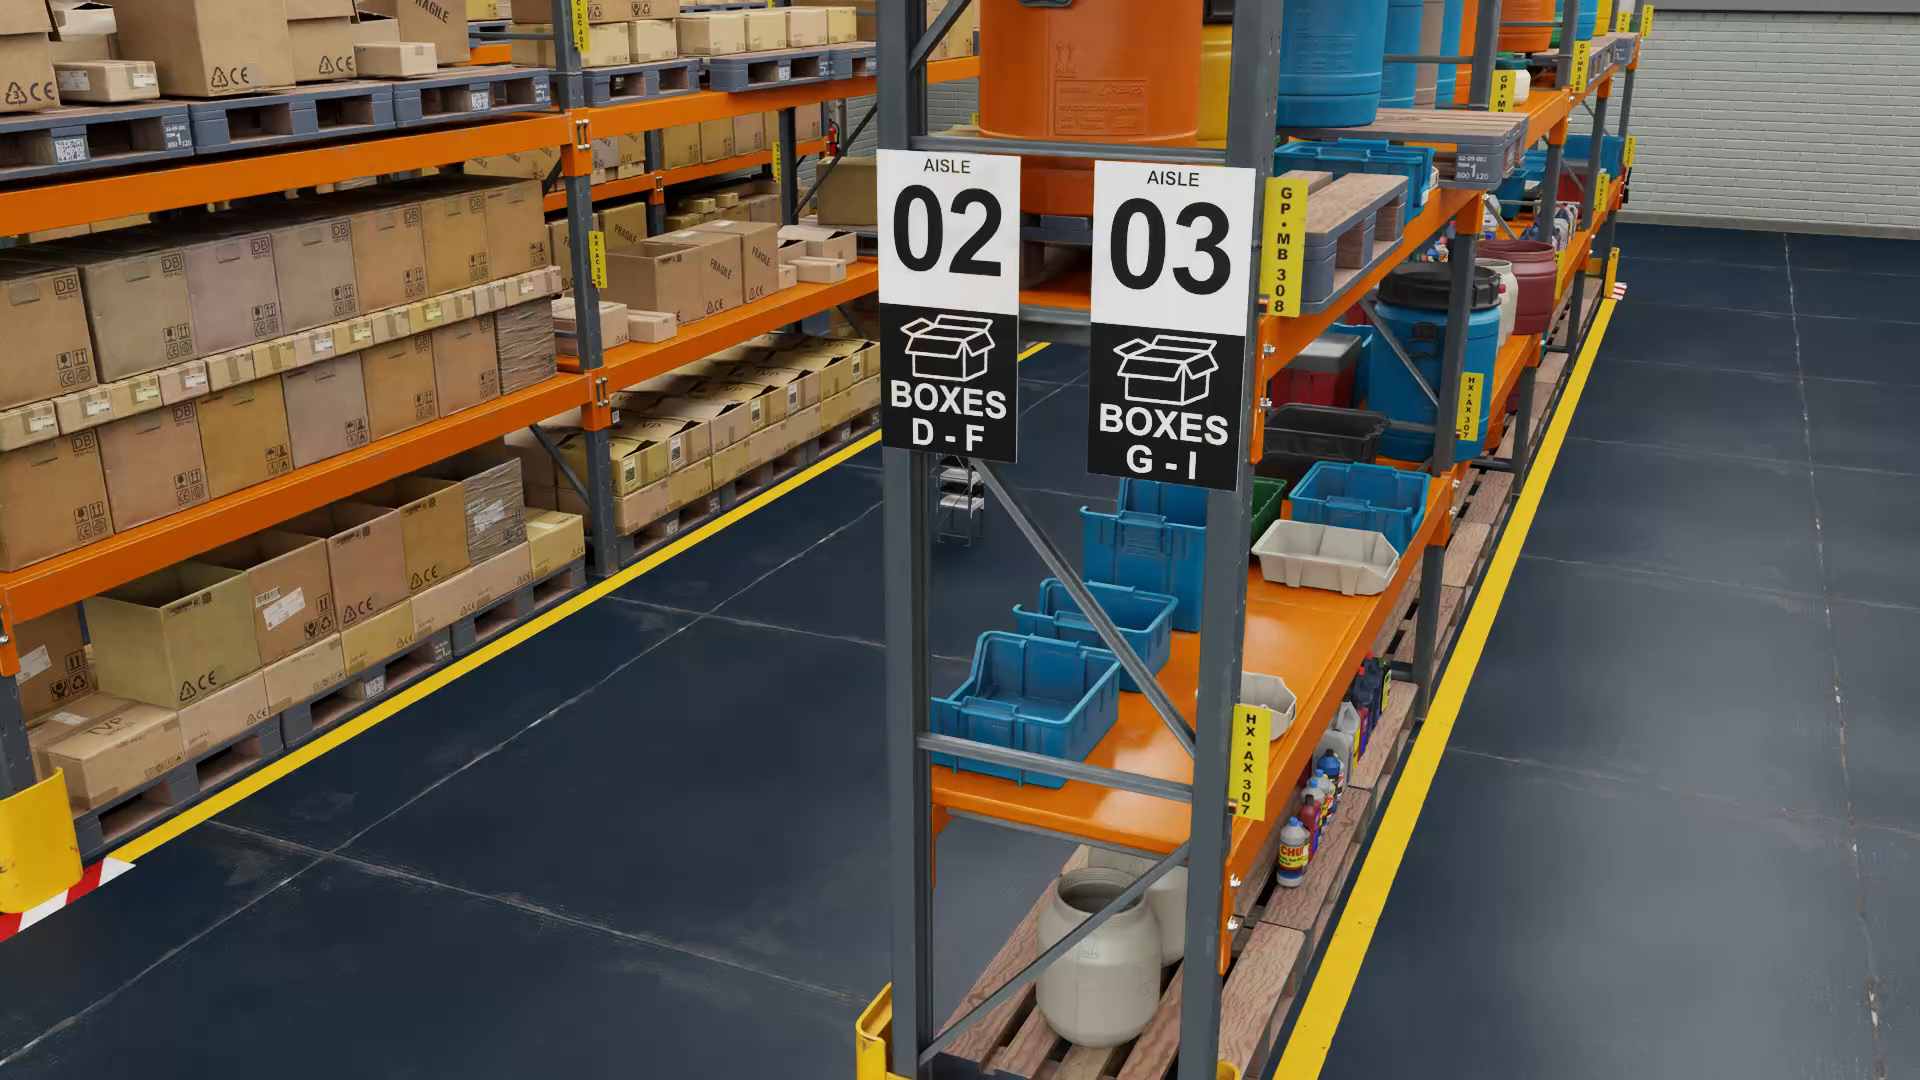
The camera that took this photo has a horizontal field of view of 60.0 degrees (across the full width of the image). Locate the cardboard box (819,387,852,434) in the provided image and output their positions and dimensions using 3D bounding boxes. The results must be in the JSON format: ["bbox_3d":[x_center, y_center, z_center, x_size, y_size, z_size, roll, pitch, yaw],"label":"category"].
[{"bbox_3d":[-1.174,-1.031,12.869,0.500,0.250,0.500,8,21,22],"label":"cardboard box"}]

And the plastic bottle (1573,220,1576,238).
[{"bbox_3d":[5.293,-2.726,14.452,0.097,0.201,0.097,0,20,0],"label":"plastic bottle"}]

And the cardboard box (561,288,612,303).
[{"bbox_3d":[-2.419,-1.489,10.880,0.396,0.266,0.258,8,21,21],"label":"cardboard box"}]

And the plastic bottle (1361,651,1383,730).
[{"bbox_3d":[1.906,0.700,7.822,0.144,0.351,0.185,8,21,21],"label":"plastic bottle"}]

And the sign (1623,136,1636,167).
[{"bbox_3d":[7.329,-4.252,18.206,0.100,0.325,0.005,9,21,23],"label":"sign"}]

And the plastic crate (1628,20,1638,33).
[{"bbox_3d":[6.677,-5.219,17.006,0.450,0.188,0.336,9,21,23],"label":"plastic crate"}]

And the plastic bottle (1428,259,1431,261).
[{"bbox_3d":[3.479,-1.992,12.391,0.097,0.201,0.097,0,20,0],"label":"plastic bottle"}]

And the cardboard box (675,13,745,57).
[{"bbox_3d":[-1.772,-3.375,11.103,0.500,0.250,0.500,7,21,18],"label":"cardboard box"}]

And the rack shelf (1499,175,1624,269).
[{"bbox_3d":[6.001,-3.296,16.833,1.077,0.370,4.000,9,21,23],"label":"rack shelf"}]

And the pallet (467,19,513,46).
[{"bbox_3d":[-4.823,-5.030,16.442,1.003,0.211,1.213,10,22,25],"label":"pallet"}]

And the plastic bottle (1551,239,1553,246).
[{"bbox_3d":[4.531,-2.180,12.797,0.061,0.283,0.133,9,21,23],"label":"plastic bottle"}]

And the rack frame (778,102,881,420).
[{"bbox_3d":[-0.973,-2.481,13.469,1.000,3.000,0.127,9,21,23],"label":"rack frame"}]

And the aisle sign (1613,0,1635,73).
[{"bbox_3d":[7.117,-5.453,17.944,0.394,0.787,0.004,9,21,23],"label":"aisle sign"}]

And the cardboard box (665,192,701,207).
[{"bbox_3d":[-3.375,-4.148,20.291,0.380,0.149,0.250,8,21,21],"label":"cardboard box"}]

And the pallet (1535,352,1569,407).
[{"bbox_3d":[4.828,-1.479,14.813,1.003,0.211,1.213,9,21,23],"label":"pallet"}]

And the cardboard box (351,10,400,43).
[{"bbox_3d":[-3.279,-2.611,8.654,0.500,0.311,0.500,7,21,20],"label":"cardboard box"}]

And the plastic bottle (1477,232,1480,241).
[{"bbox_3d":[4.150,-2.408,13.456,0.097,0.271,0.097,0,20,0],"label":"plastic bottle"}]

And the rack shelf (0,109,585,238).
[{"bbox_3d":[-3.430,-1.721,7.929,1.077,0.370,4.000,9,21,23],"label":"rack shelf"}]

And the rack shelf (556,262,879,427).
[{"bbox_3d":[-1.792,-1.531,11.870,1.077,0.370,4.000,9,21,23],"label":"rack shelf"}]

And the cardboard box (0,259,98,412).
[{"bbox_3d":[-4.025,-0.851,6.800,0.700,0.500,0.500,9,21,23],"label":"cardboard box"}]

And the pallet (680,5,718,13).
[{"bbox_3d":[-3.511,-6.003,19.027,1.003,0.211,1.213,9,21,23],"label":"pallet"}]

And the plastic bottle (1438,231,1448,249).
[{"bbox_3d":[3.789,-2.277,13.069,0.061,0.283,0.133,9,21,23],"label":"plastic bottle"}]

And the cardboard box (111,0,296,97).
[{"bbox_3d":[-3.320,-2.230,7.301,0.500,0.500,0.500,9,21,23],"label":"cardboard box"}]

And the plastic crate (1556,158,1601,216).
[{"bbox_3d":[5.777,-3.320,15.643,0.402,0.464,0.583,9,21,23],"label":"plastic crate"}]

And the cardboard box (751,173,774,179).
[{"bbox_3d":[-2.545,-4.769,22.038,0.380,0.149,0.250,9,21,23],"label":"cardboard box"}]

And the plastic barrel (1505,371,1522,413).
[{"bbox_3d":[4.192,-1.359,13.286,0.600,0.588,0.708,9,21,23],"label":"plastic barrel"}]

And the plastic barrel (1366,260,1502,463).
[{"bbox_3d":[2.341,-0.890,8.248,0.600,0.901,0.708,9,21,23],"label":"plastic barrel"}]

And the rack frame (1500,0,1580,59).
[{"bbox_3d":[3.544,-4.627,10.549,1.000,3.000,0.127,9,21,23],"label":"rack frame"}]

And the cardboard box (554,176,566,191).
[{"bbox_3d":[-4.296,-3.749,17.379,0.380,0.149,0.250,8,21,21],"label":"cardboard box"}]

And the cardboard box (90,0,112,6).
[{"bbox_3d":[-6.330,-4.128,12.848,0.500,0.500,0.500,8,21,21],"label":"cardboard box"}]

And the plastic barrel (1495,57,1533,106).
[{"bbox_3d":[3.237,-2.728,9.892,0.301,0.262,0.301,0,20,0],"label":"plastic barrel"}]

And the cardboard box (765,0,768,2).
[{"bbox_3d":[-2.488,-6.773,20.509,0.500,0.250,0.500,8,21,21],"label":"cardboard box"}]

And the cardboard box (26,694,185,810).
[{"bbox_3d":[-3.827,0.929,7.358,0.500,0.250,0.500,9,21,23],"label":"cardboard box"}]

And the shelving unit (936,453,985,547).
[{"bbox_3d":[0.003,-0.426,10.825,0.258,0.900,0.210,9,21,23],"label":"shelving unit"}]

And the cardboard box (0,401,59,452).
[{"bbox_3d":[-3.892,-0.479,6.721,0.380,0.149,0.250,8,21,22],"label":"cardboard box"}]

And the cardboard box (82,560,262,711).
[{"bbox_3d":[-3.624,0.422,7.663,0.500,0.500,0.500,9,21,23],"label":"cardboard box"}]

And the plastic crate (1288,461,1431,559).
[{"bbox_3d":[1.701,-0.132,7.085,0.499,0.251,0.616,9,21,23],"label":"plastic crate"}]

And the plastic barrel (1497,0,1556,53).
[{"bbox_3d":[3.780,-3.787,11.396,0.600,0.830,0.708,9,21,23],"label":"plastic barrel"}]

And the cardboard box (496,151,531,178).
[{"bbox_3d":[-4.634,-3.780,16.499,0.500,0.500,0.500,8,21,22],"label":"cardboard box"}]

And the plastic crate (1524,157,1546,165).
[{"bbox_3d":[6.149,-3.964,17.798,0.416,0.233,0.300,9,21,23],"label":"plastic crate"}]

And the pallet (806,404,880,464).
[{"bbox_3d":[-1.346,-0.921,13.244,1.003,0.211,1.213,9,21,23],"label":"pallet"}]

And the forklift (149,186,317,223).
[{"bbox_3d":[-4.595,-1.715,11.417,1.130,2.935,3.031,8,21,22],"label":"forklift"}]

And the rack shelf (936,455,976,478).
[{"bbox_3d":[0.003,-0.480,10.806,0.258,0.077,0.200,9,21,23],"label":"rack shelf"}]

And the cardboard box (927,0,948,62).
[{"bbox_3d":[-0.616,-4.235,13.776,0.910,0.500,0.500,9,21,23],"label":"cardboard box"}]

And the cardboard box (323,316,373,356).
[{"bbox_3d":[-3.154,-1.029,8.268,0.380,0.149,0.250,9,22,24],"label":"cardboard box"}]

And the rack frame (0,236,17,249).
[{"bbox_3d":[-7.132,-1.937,11.939,1.000,3.000,0.127,9,21,23],"label":"rack frame"}]

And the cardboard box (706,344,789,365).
[{"bbox_3d":[-1.663,-1.366,12.974,0.500,0.311,0.500,8,21,21],"label":"cardboard box"}]

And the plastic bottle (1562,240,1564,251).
[{"bbox_3d":[4.882,-2.419,13.589,0.097,0.201,0.097,0,20,0],"label":"plastic bottle"}]

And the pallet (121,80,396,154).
[{"bbox_3d":[-3.438,-1.994,7.755,1.003,0.211,1.213,9,21,23],"label":"pallet"}]

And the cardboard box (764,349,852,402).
[{"bbox_3d":[-1.170,-1.294,12.771,0.500,0.311,0.500,8,21,22],"label":"cardboard box"}]

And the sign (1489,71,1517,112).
[{"bbox_3d":[2.404,-1.916,7.390,0.100,0.325,0.005,9,21,23],"label":"sign"}]

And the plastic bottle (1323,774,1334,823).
[{"bbox_3d":[1.517,1.079,6.977,0.097,0.201,0.097,0,20,0],"label":"plastic bottle"}]

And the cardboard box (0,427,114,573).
[{"bbox_3d":[-4.046,-0.224,6.972,0.700,0.500,0.500,9,21,23],"label":"cardboard box"}]

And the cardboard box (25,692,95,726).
[{"bbox_3d":[-4.299,0.858,7.558,0.500,0.250,0.500,9,21,23],"label":"cardboard box"}]

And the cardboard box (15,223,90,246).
[{"bbox_3d":[-6.892,-2.342,12.273,0.700,0.500,0.500,9,21,23],"label":"cardboard box"}]
